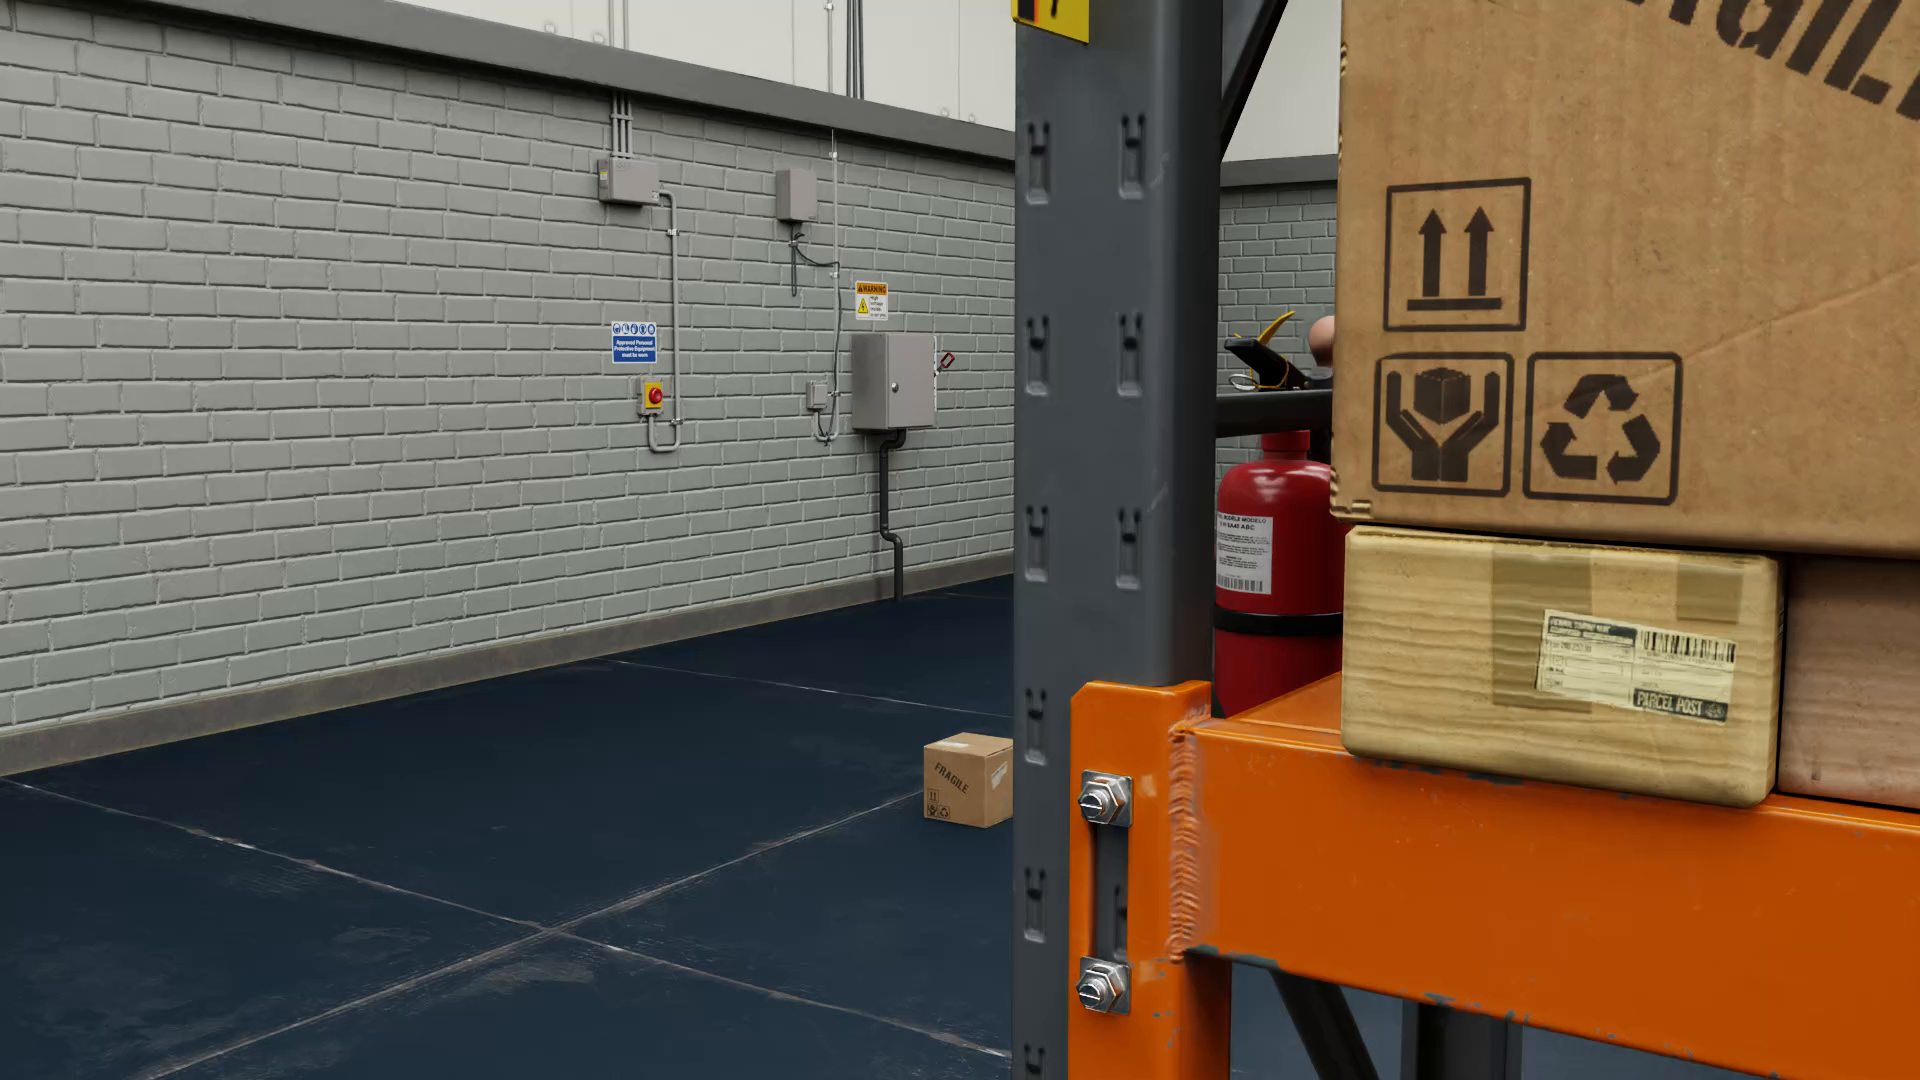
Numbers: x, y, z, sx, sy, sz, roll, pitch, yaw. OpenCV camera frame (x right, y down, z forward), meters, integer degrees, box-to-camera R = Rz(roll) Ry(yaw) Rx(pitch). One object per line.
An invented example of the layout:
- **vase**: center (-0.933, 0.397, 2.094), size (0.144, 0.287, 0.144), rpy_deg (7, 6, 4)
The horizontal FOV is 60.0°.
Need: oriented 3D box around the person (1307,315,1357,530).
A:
- **person**: center (1.547, -0.034, 6.577), size (0.911, 1.696, 0.583), rpy_deg (-3, 7, -24)
